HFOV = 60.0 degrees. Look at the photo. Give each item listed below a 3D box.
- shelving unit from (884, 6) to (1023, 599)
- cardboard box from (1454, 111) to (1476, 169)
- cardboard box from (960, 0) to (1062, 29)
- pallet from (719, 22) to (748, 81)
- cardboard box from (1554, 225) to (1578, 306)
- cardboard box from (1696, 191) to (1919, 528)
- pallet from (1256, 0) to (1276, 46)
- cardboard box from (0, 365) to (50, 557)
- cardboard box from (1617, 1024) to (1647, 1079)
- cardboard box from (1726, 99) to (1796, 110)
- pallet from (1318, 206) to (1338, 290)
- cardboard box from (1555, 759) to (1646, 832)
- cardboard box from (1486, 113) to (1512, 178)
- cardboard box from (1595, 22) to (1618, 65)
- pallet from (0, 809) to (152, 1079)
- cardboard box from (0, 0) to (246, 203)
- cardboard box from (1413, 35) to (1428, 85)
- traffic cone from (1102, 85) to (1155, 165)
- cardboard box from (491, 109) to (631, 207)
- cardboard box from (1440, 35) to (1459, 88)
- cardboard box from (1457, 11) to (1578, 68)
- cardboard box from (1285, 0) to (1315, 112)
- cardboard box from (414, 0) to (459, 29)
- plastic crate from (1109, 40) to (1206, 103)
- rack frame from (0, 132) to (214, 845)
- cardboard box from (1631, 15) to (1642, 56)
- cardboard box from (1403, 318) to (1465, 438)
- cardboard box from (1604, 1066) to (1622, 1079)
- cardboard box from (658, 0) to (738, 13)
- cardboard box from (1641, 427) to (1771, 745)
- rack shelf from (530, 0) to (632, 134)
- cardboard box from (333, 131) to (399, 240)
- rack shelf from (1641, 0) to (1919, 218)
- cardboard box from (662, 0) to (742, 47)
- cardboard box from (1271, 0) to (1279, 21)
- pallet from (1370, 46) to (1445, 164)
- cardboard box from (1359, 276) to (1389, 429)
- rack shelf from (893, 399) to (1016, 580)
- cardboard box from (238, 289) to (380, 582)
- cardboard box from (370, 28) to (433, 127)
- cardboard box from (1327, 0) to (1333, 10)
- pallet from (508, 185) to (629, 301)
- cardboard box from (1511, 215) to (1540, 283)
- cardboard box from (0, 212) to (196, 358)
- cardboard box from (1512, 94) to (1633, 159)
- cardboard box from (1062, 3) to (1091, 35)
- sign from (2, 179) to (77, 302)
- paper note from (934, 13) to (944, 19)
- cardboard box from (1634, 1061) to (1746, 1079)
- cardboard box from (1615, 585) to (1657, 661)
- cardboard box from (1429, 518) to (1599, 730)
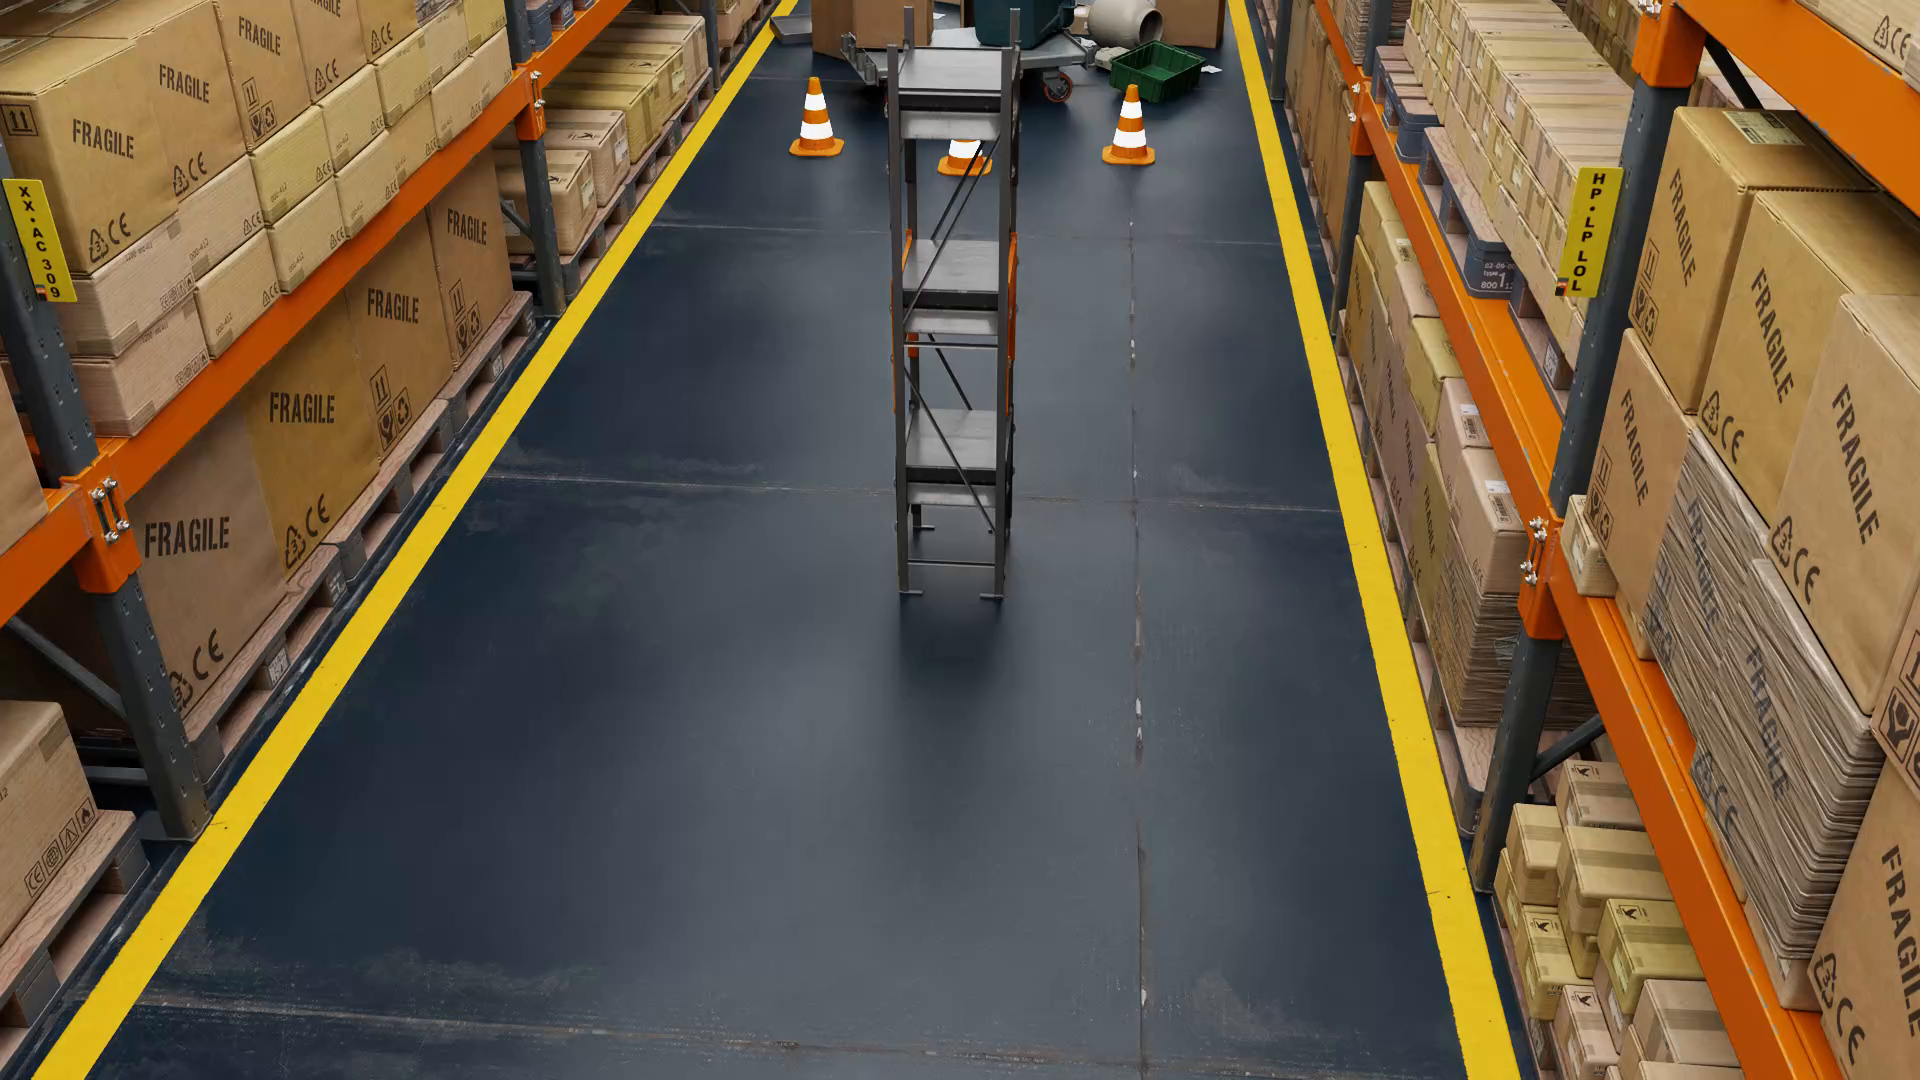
[{"bbox_3d":[-0.013,-0.807,6.059,0.431,2.100,0.503,2,32,4],"label":"shelving unit"},{"bbox_3d":[2.038,-1.463,6.105,0.380,0.149,0.250,3,32,5],"label":"cardboard box"},{"bbox_3d":[0.403,-4.131,12.844,0.797,0.637,0.503,2,32,4],"label":"cardboard box"},{"bbox_3d":[-2.215,-3.726,12.595,1.003,0.211,1.213,2,32,4],"label":"pallet"},{"bbox_3d":[1.912,-0.771,4.698,0.380,0.149,0.250,3,32,4],"label":"cardboard box"},{"bbox_3d":[1.749,-0.316,3.072,0.500,0.500,0.500,2,32,2],"label":"cardboard box"},{"bbox_3d":[2.944,-4.249,13.443,1.003,0.211,1.213,2,32,4],"label":"pallet"},{"bbox_3d":[-2.669,-0.166,4.066,0.500,0.500,0.500,3,32,4],"label":"cardboard box"},{"bbox_3d":[1.768,1.272,3.861,0.380,0.149,0.250,1,32,1],"label":"cardboard box"},{"bbox_3d":[2.629,-1.274,5.231,0.380,0.149,0.250,2,32,4],"label":"cardboard box"},{"bbox_3d":[2.521,-1.532,9.035,1.003,0.211,1.213,2,32,4],"label":"pallet"},{"bbox_3d":[1.821,0.734,4.449,0.380,0.149,0.250,4,32,6],"label":"cardboard box"},{"bbox_3d":[1.995,-1.323,5.593,0.380,0.149,0.250,3,32,4],"label":"cardboard box"},{"bbox_3d":[2.756,-1.954,6.617,0.380,0.149,0.250,3,32,5],"label":"cardboard box"},{"bbox_3d":[-3.026,1.204,4.595,1.003,0.211,1.213,2,32,4],"label":"pallet"},{"bbox_3d":[-2.550,-1.330,5.002,0.500,0.500,0.500,2,32,4],"label":"cardboard box"},{"bbox_3d":[2.122,-2.016,7.002,0.380,0.149,0.250,4,32,6],"label":"cardboard box"},{"bbox_3d":[1.093,-2.685,10.666,0.336,0.463,0.334,2,32,4],"label":"traffic cone"},{"bbox_3d":[-2.452,-2.210,9.582,0.950,0.372,0.625,2,32,3],"label":"cardboard box"},{"bbox_3d":[2.083,-1.851,6.450,0.380,0.149,0.250,3,32,4],"label":"cardboard box"},{"bbox_3d":[2.065,-1.853,6.170,0.380,0.149,0.250,4,32,6],"label":"cardboard box"},{"bbox_3d":[2.746,-3.294,10.981,1.050,0.750,0.750,2,32,4],"label":"cardboard box"},{"bbox_3d":[-2.375,-2.387,6.716,0.500,0.500,0.500,3,32,5],"label":"cardboard box"},{"bbox_3d":[1.416,-3.376,11.995,0.450,0.188,0.662,29,41,23],"label":"plastic crate"},{"bbox_3d":[-2.886,-0.377,4.503,1.000,3.000,0.127,2,32,4],"label":"rack frame"},{"bbox_3d":[2.711,-1.826,6.126,0.380,0.149,0.250,2,32,4],"label":"cardboard box"},{"bbox_3d":[1.949,-0.598,6.129,0.500,0.250,0.500,1,32,2],"label":"cardboard box"},{"bbox_3d":[1.745,1.399,3.938,0.380,0.149,0.250,2,32,3],"label":"cardboard box"},{"bbox_3d":[-1.917,-4.185,12.187,0.500,0.500,0.500,4,32,6],"label":"cardboard box"},{"bbox_3d":[1.731,0.119,3.318,0.500,0.500,0.500,2,32,4],"label":"cardboard box"},{"bbox_3d":[-2.397,-3.208,9.783,1.077,0.370,4.000,2,32,4],"label":"rack shelf"},{"bbox_3d":[-2.439,-1.331,6.194,0.500,0.250,0.500,2,32,3],"label":"cardboard box"},{"bbox_3d":[1.893,-0.144,1.950,1.077,0.370,4.000,2,32,4],"label":"rack shelf"},{"bbox_3d":[-1.917,-3.866,12.384,0.500,0.250,0.500,1,32,2],"label":"cardboard box"},{"bbox_3d":[2.898,-4.473,12.775,0.875,0.875,0.875,3,32,4],"label":"cardboard box"},{"bbox_3d":[2.430,-1.851,7.078,1.213,0.211,1.003,2,32,4],"label":"pallet"},{"bbox_3d":[2.032,-0.803,7.176,0.500,0.500,0.500,3,32,5],"label":"cardboard box"},{"bbox_3d":[-0.013,-0.200,6.433,0.431,0.518,0.480,2,32,4],"label":"rack shelf"},{"bbox_3d":[-2.849,-0.452,6.249,0.875,0.875,0.875,3,32,5],"label":"cardboard box"},{"bbox_3d":[-2.406,-1.817,6.506,0.500,0.250,0.500,2,32,3],"label":"cardboard box"},{"bbox_3d":[2.233,-3.122,8.862,0.500,0.500,0.500,2,32,3],"label":"cardboard box"},{"bbox_3d":[-2.495,-1.690,9.292,1.003,0.211,1.213,2,32,4],"label":"pallet"},{"bbox_3d":[1.954,-0.904,5.197,0.380,0.149,0.250,1,32,1],"label":"cardboard box"},{"bbox_3d":[-2.569,-0.744,4.765,0.500,0.250,0.500,2,32,3],"label":"cardboard box"},{"bbox_3d":[1.983,-1.303,5.278,0.380,0.149,0.250,1,32,2],"label":"cardboard box"},{"bbox_3d":[1.011,-4.215,13.337,0.396,0.266,0.258,8,32,12],"label":"cardboard box"},{"bbox_3d":[-2.333,-0.757,4.218,0.100,0.325,0.005,2,32,4],"label":"sign"},{"bbox_3d":[-0.221,-4.366,13.817,0.148,0.019,0.142,14,34,21],"label":"paper note"},{"bbox_3d":[1.668,1.277,3.569,0.380,0.149,0.250,3,32,5],"label":"cardboard box"},{"bbox_3d":[1.760,0.161,3.870,0.380,0.149,0.250,3,32,5],"label":"cardboard box"},{"bbox_3d":[1.865,0.269,5.437,0.500,0.500,0.500,2,32,3],"label":"cardboard box"}]
